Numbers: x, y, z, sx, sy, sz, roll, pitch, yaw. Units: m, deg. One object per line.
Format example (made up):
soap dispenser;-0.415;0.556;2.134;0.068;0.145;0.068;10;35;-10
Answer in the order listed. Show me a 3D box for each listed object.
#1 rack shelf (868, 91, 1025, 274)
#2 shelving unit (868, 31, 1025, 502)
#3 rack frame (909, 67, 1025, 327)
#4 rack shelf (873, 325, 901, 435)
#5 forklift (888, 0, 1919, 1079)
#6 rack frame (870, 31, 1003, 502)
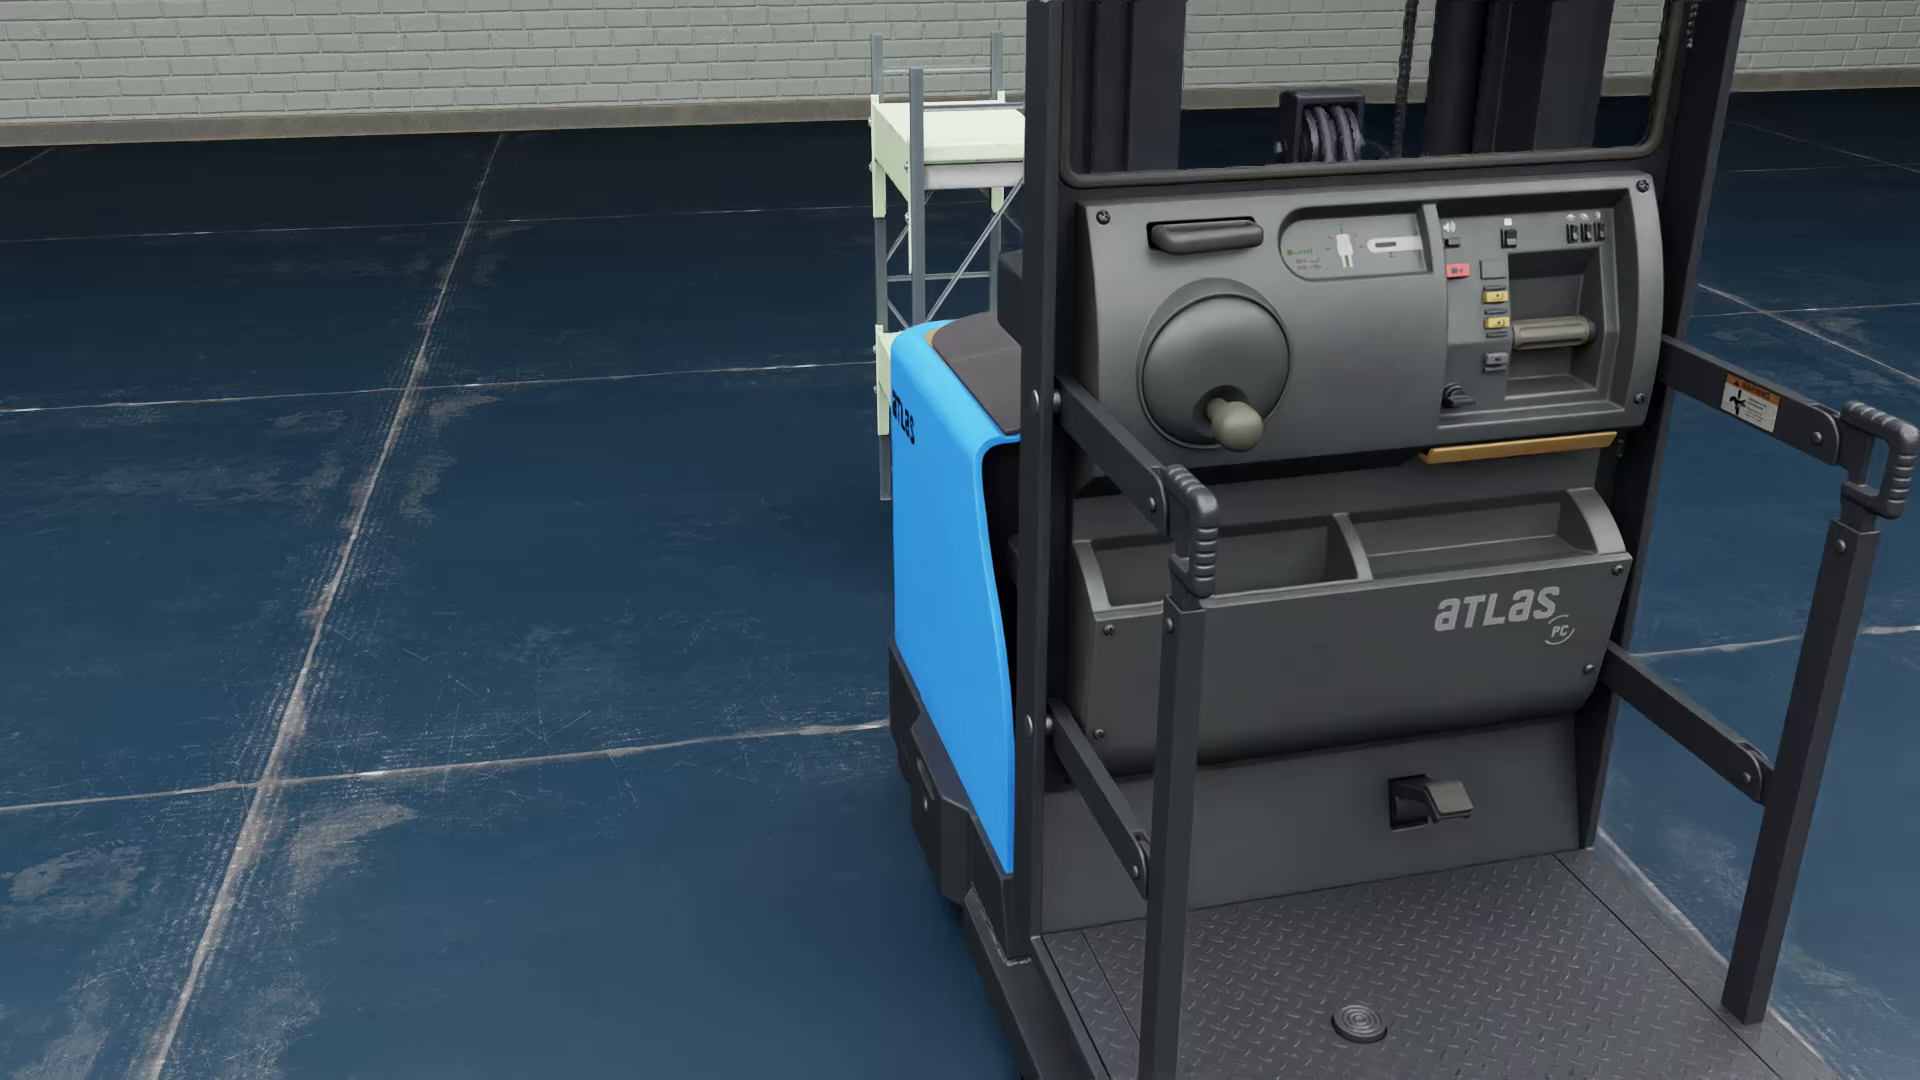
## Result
rack shelf;-0.001;-1.048;4.800;0.431;0.370;0.720;-4;24;-10
shelving unit;-0.001;-0.690;4.956;0.431;1.500;0.755;-4;24;-10
rack frame;0.066;-0.546;4.626;0.400;1.500;0.023;-4;24;-10
rack shelf;-0.001;-0.391;5.086;0.431;0.370;0.720;-4;24;-10
forklift;0.692;-0.317;2.314;1.130;2.935;3.031;-6;24;-13
rack frame;-0.069;-0.834;5.285;0.400;1.500;0.023;-4;24;-10
